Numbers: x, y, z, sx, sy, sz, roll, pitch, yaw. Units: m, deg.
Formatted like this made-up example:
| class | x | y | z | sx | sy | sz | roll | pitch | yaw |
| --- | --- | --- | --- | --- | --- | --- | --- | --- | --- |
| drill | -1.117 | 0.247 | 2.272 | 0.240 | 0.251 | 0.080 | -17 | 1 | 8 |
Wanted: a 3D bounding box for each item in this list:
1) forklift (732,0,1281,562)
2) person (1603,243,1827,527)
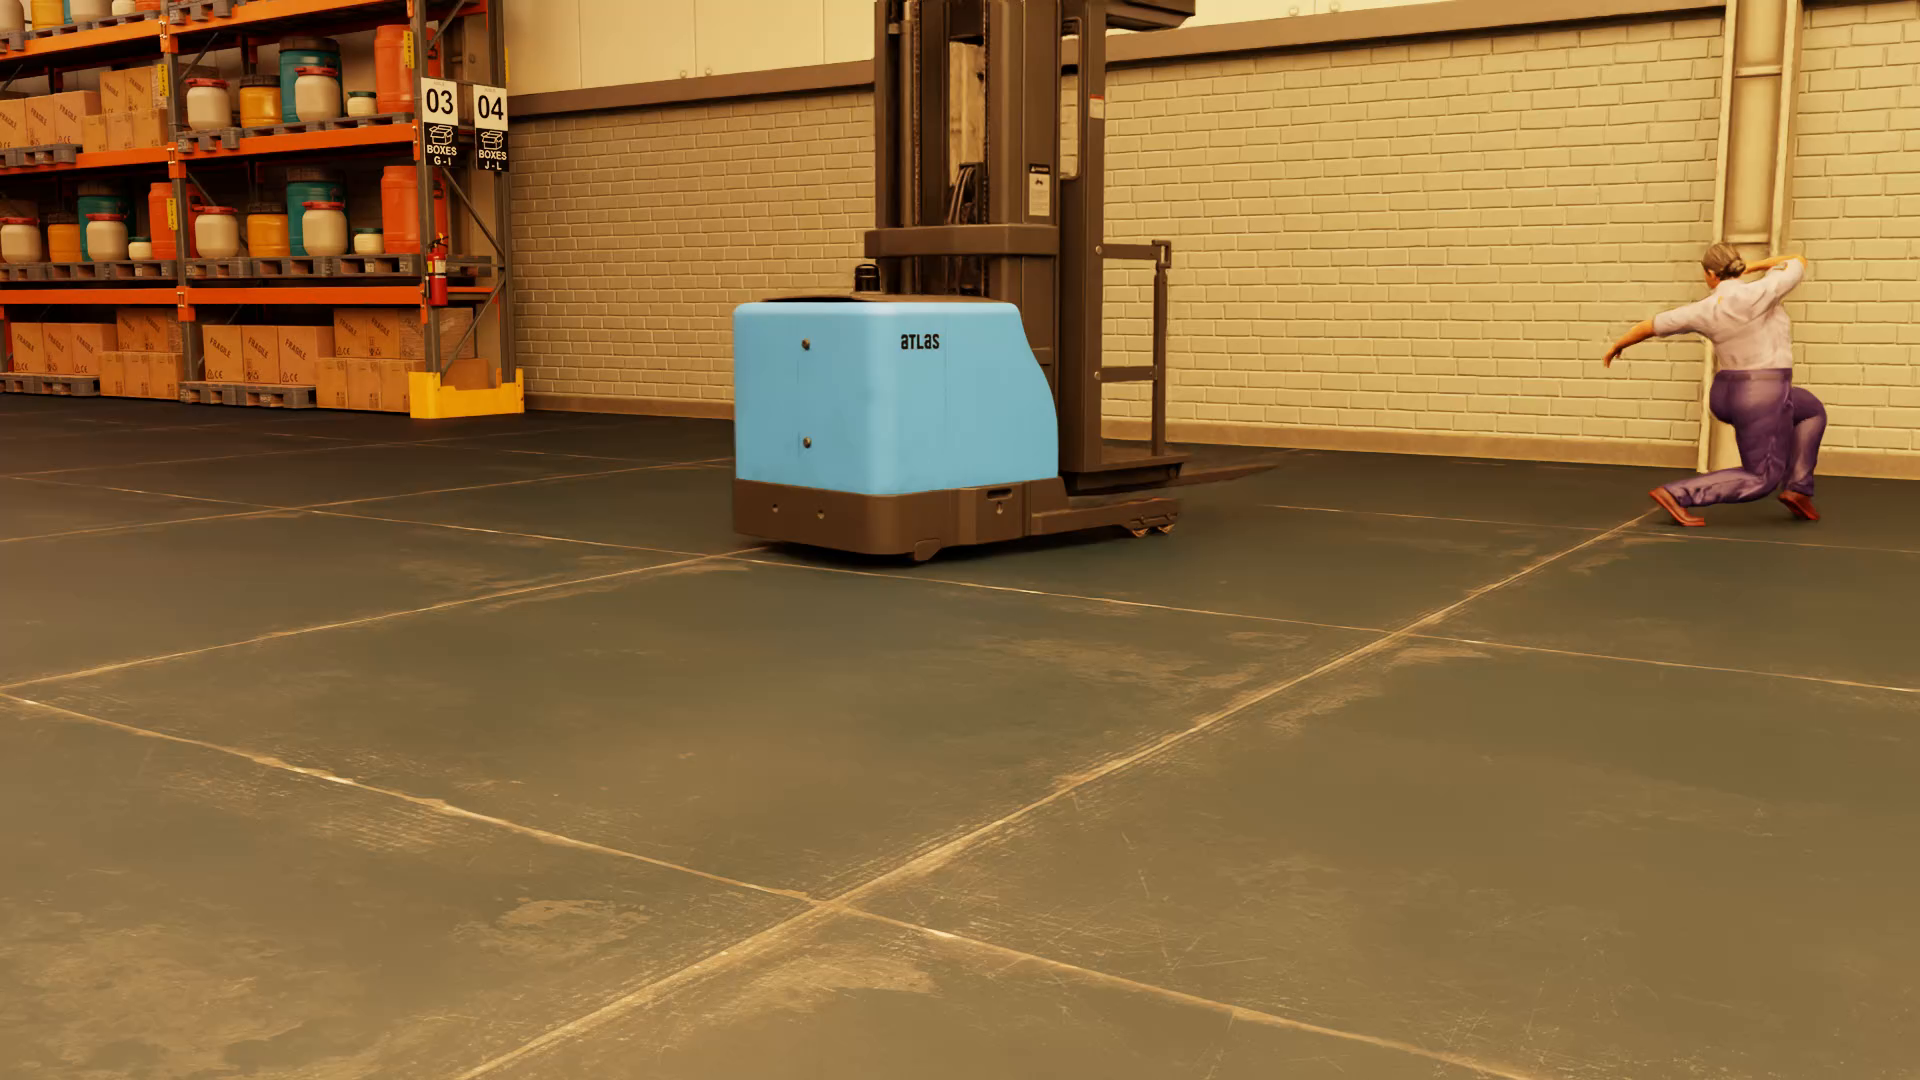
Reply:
| class | x | y | z | sx | sy | sz | roll | pitch | yaw |
| --- | --- | --- | --- | --- | --- | --- | --- | --- | --- |
| forklift | 0.397 | -1.515 | 7.846 | 3.031 | 2.935 | 1.130 | -8 | 11 | -44 |
| person | 3.800 | -0.777 | 8.305 | 0.933 | 1.378 | 0.909 | -2 | 8 | -14 |
